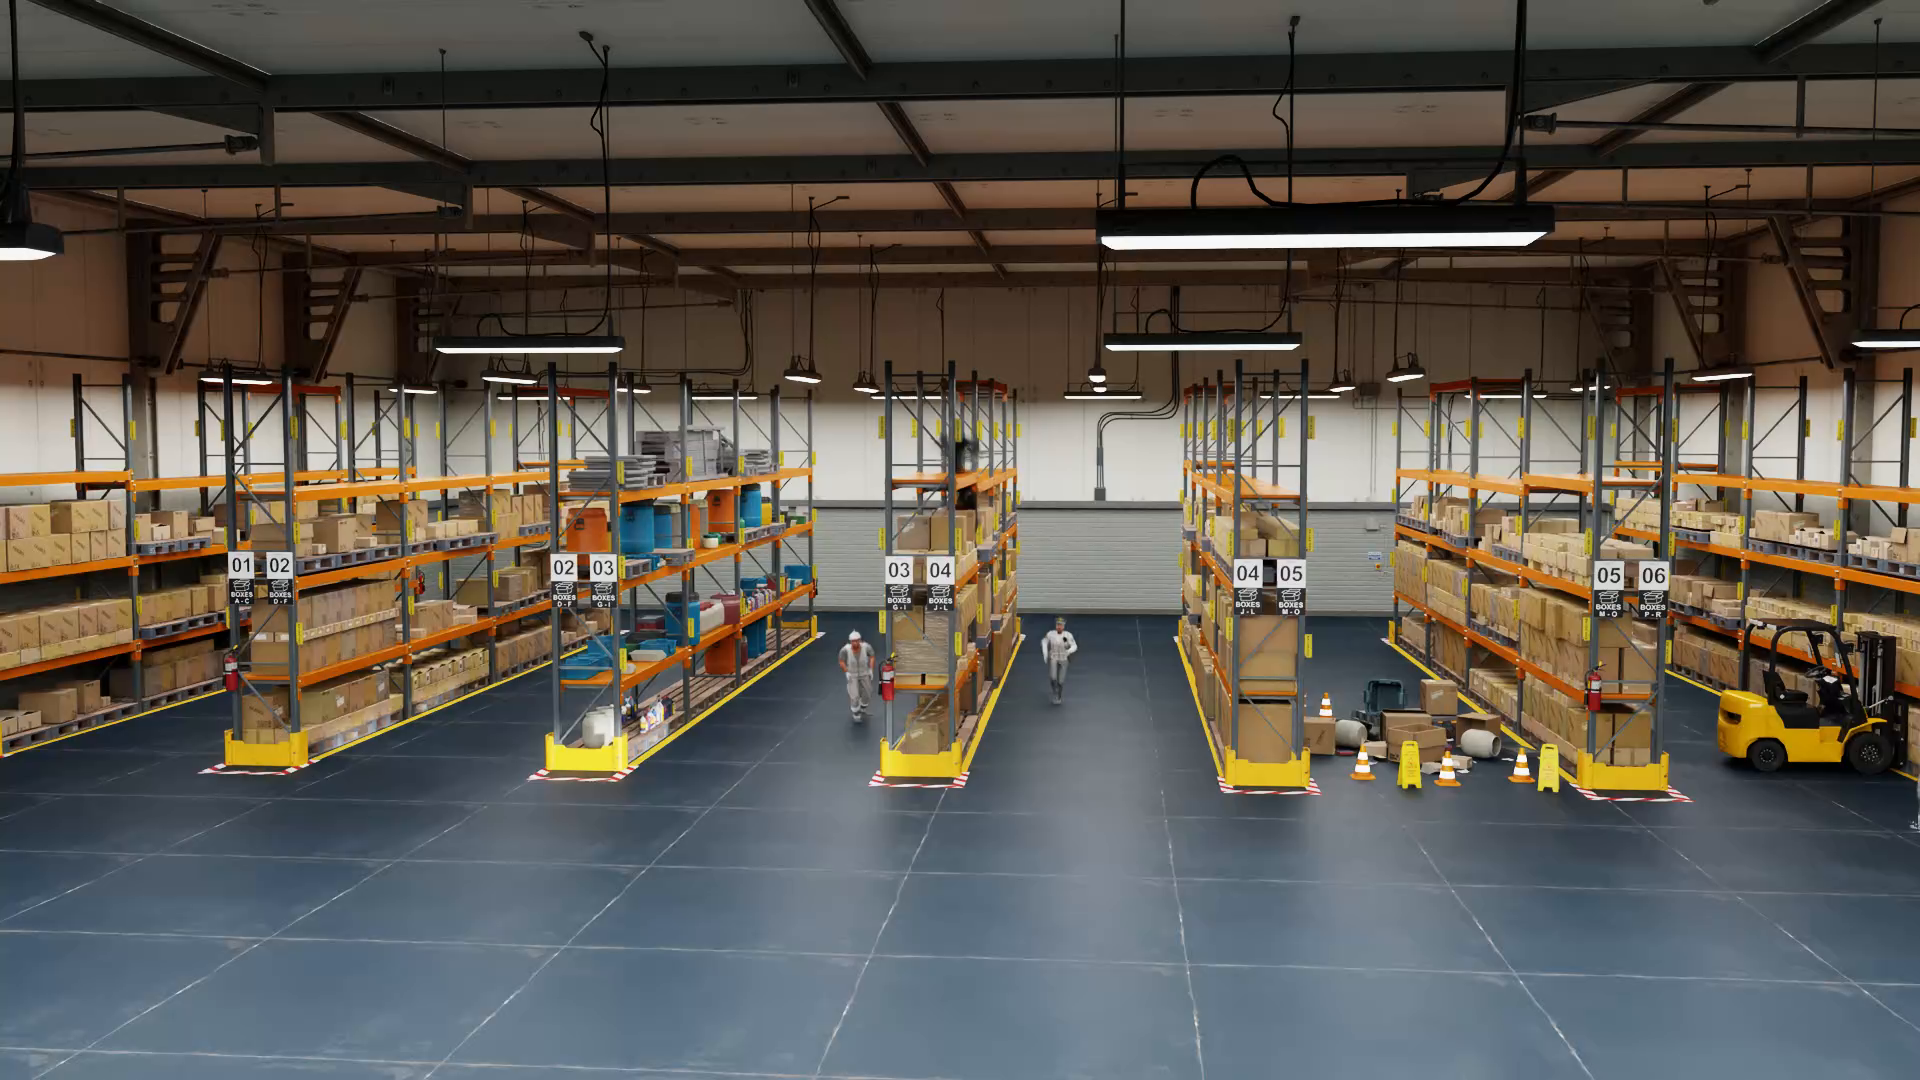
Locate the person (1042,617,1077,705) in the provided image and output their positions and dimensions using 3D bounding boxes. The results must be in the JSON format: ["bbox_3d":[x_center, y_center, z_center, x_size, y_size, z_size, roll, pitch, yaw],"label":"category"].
[{"bbox_3d":[1.820,2.201,30.363,0.636,1.623,0.738,0,4,1],"label":"person"}]

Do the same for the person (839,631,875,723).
[{"bbox_3d":[-1.755,2.321,28.409,0.667,1.622,0.942,-1,4,-15],"label":"person"}]
